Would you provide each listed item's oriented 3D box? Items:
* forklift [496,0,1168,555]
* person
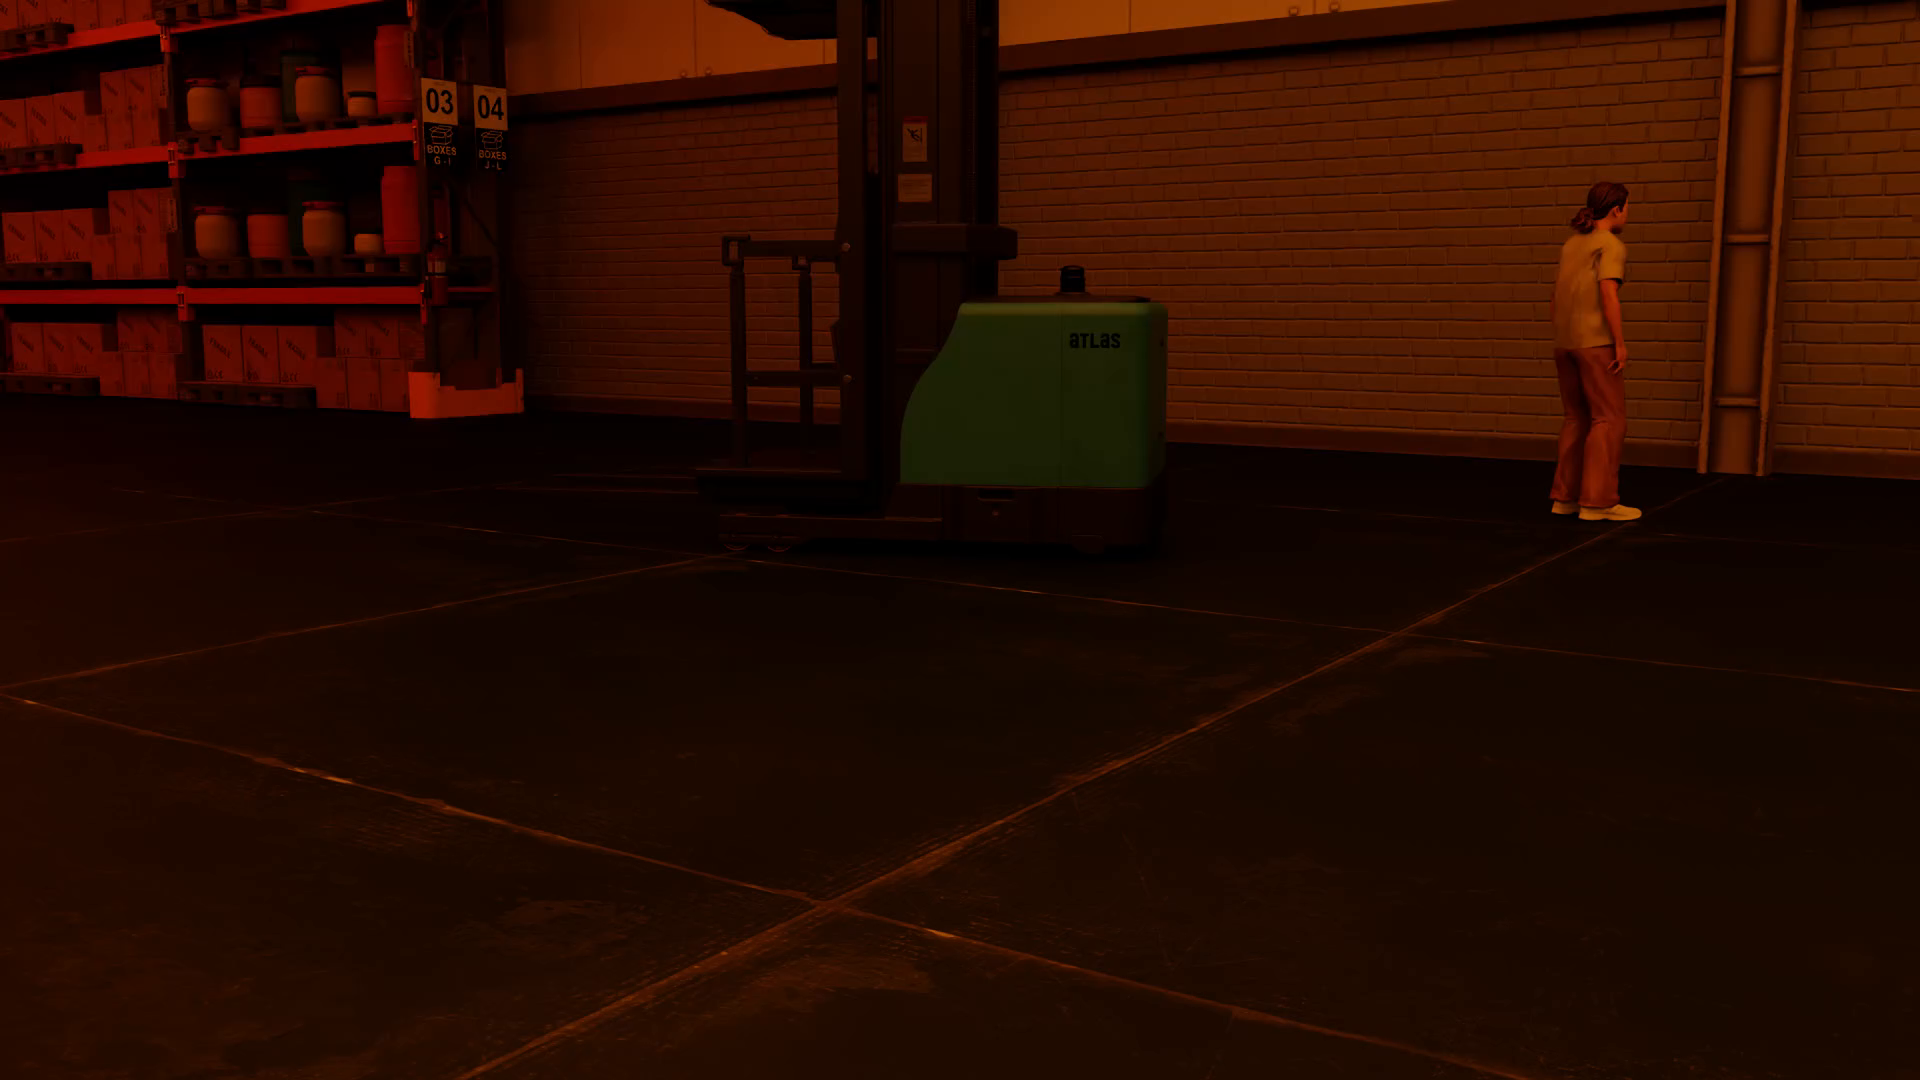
[{"bbox_3d":[-0.596,-1.469,7.520,3.031,2.935,1.130,2,8,12],"label":"forklift"},{"bbox_3d":[3.169,-0.946,8.324,0.363,1.672,0.499,-2,8,-15],"label":"person"}]
